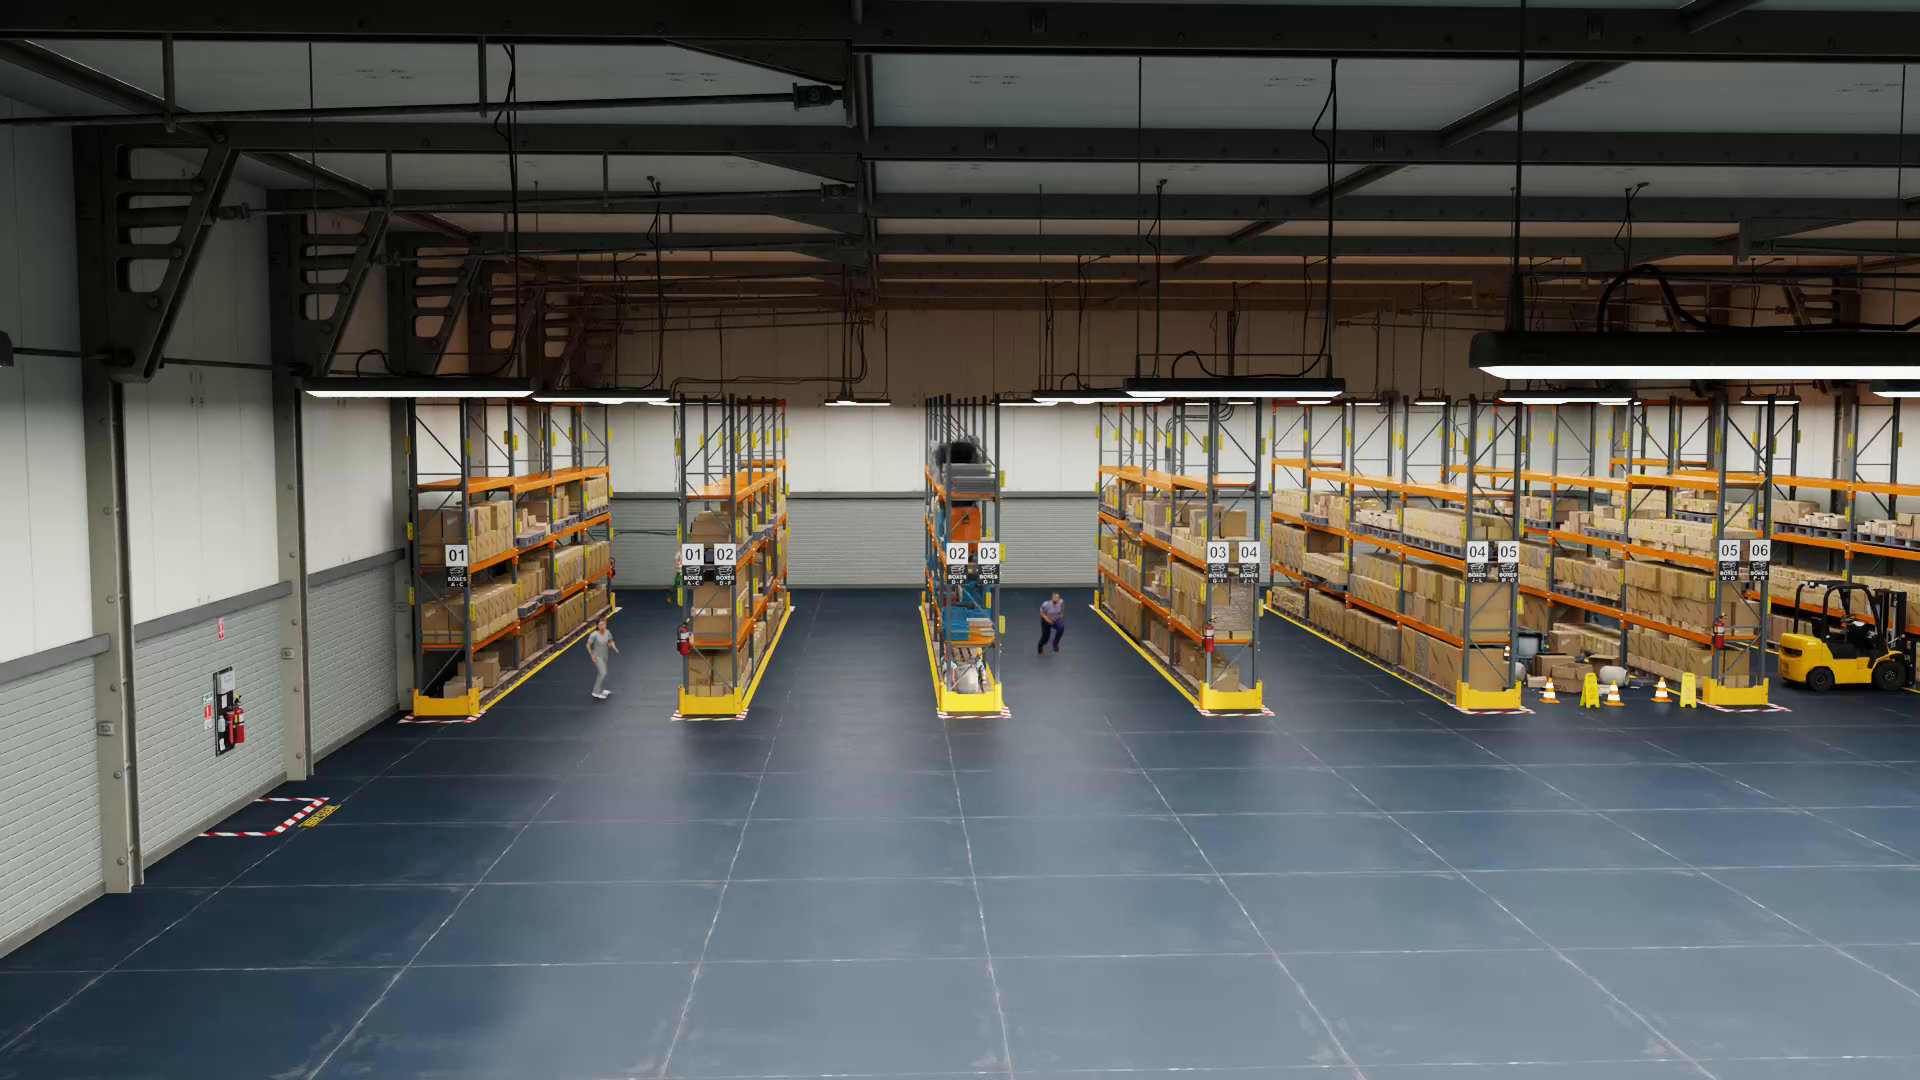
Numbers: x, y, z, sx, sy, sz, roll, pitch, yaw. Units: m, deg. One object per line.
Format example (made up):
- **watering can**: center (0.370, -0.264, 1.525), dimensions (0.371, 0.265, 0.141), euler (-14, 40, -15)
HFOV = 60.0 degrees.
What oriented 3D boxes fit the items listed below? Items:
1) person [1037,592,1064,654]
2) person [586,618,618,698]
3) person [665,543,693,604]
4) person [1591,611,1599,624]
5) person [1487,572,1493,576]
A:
- **person**: center (2.052, 1.897, 38.055), dimensions (0.642, 1.489, 1.014), euler (-2, 5, -25)
- **person**: center (-7.097, 2.336, 33.021), dimensions (0.765, 1.608, 0.611), euler (3, 5, 30)
- **person**: center (-8.132, 0.966, 48.797), dimensions (0.894, 1.777, 0.763), euler (2, 5, 24)
- **person**: center (16.488, 1.538, 43.793), dimensions (0.533, 1.463, 0.905), euler (-2, 5, -19)
- **person**: center (12.859, 1.671, 40.280), dimensions (0.704, 1.750, 1.000), euler (-1, 5, -18)
